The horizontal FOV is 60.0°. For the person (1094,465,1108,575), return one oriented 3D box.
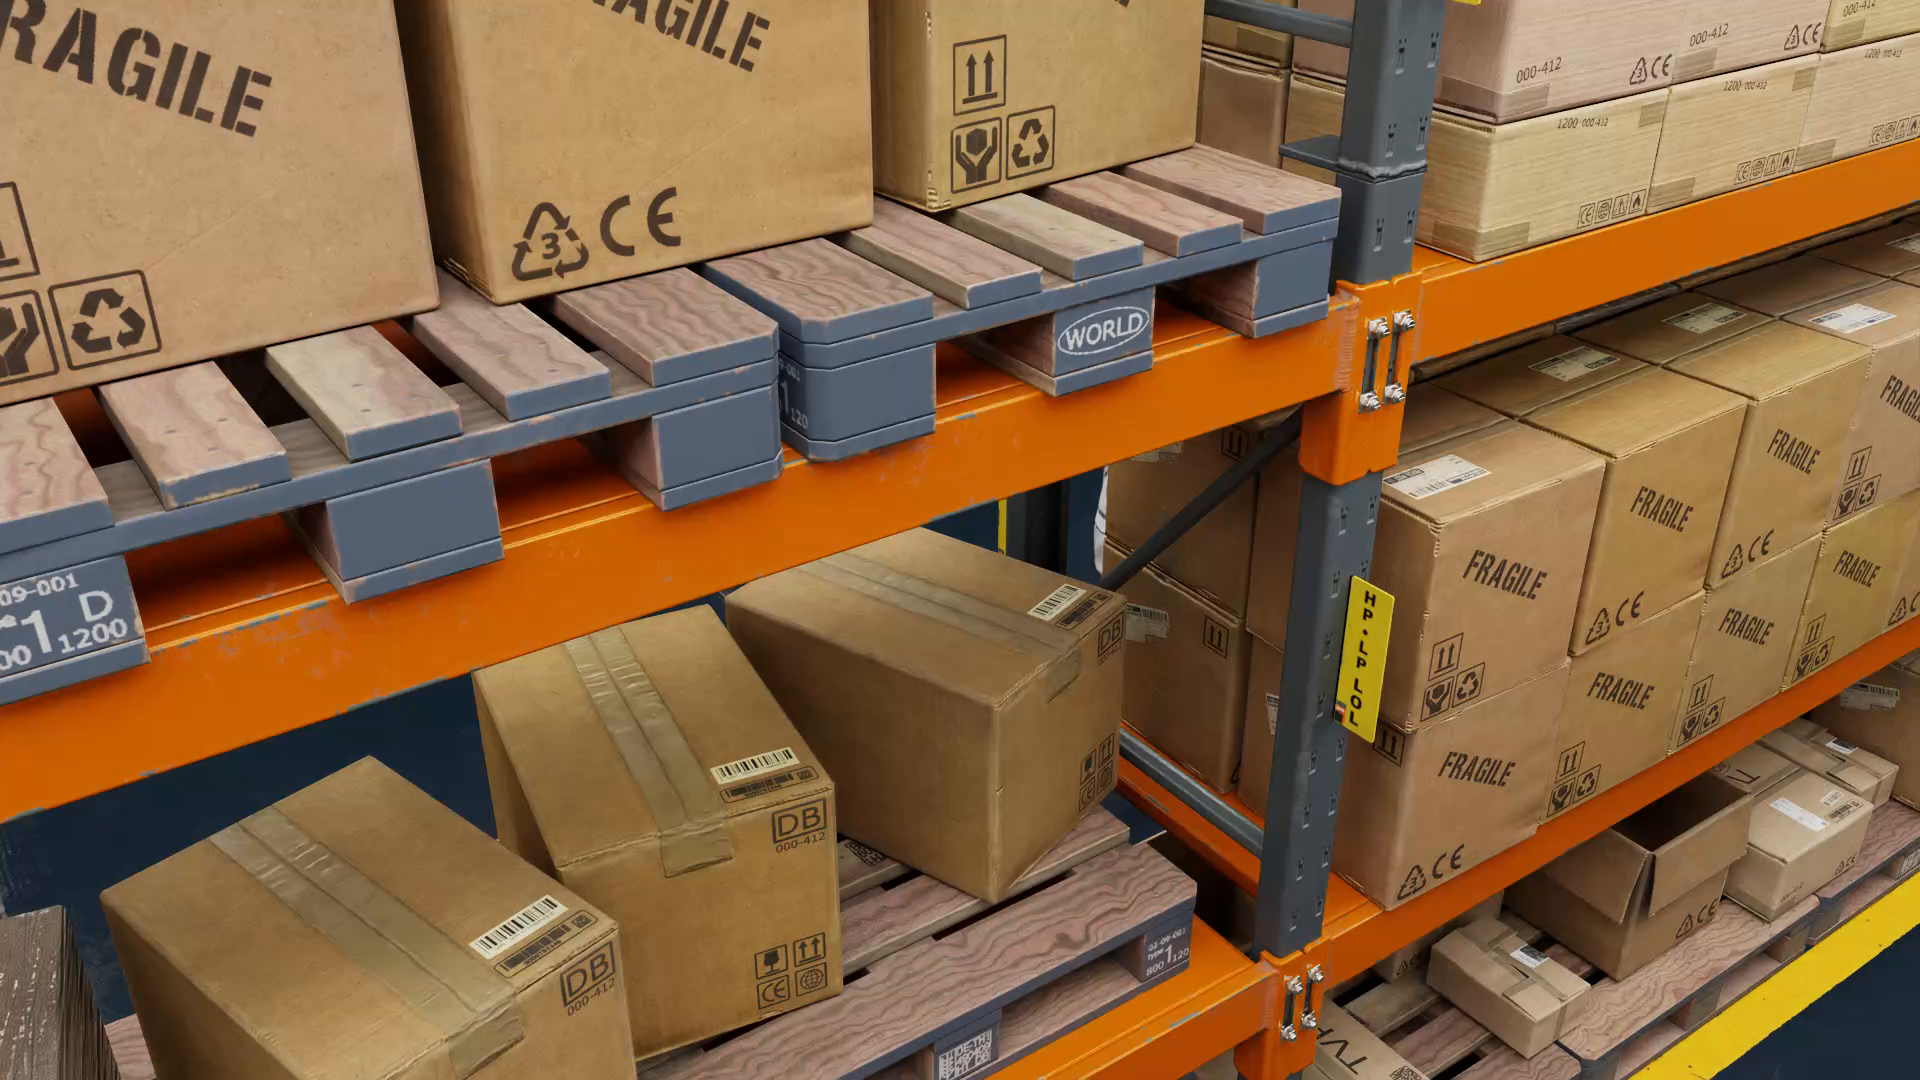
[{"bbox_3d":[0.722,0.087,5.954,0.436,1.748,0.587,-16,32,-28],"label":"person"}]
